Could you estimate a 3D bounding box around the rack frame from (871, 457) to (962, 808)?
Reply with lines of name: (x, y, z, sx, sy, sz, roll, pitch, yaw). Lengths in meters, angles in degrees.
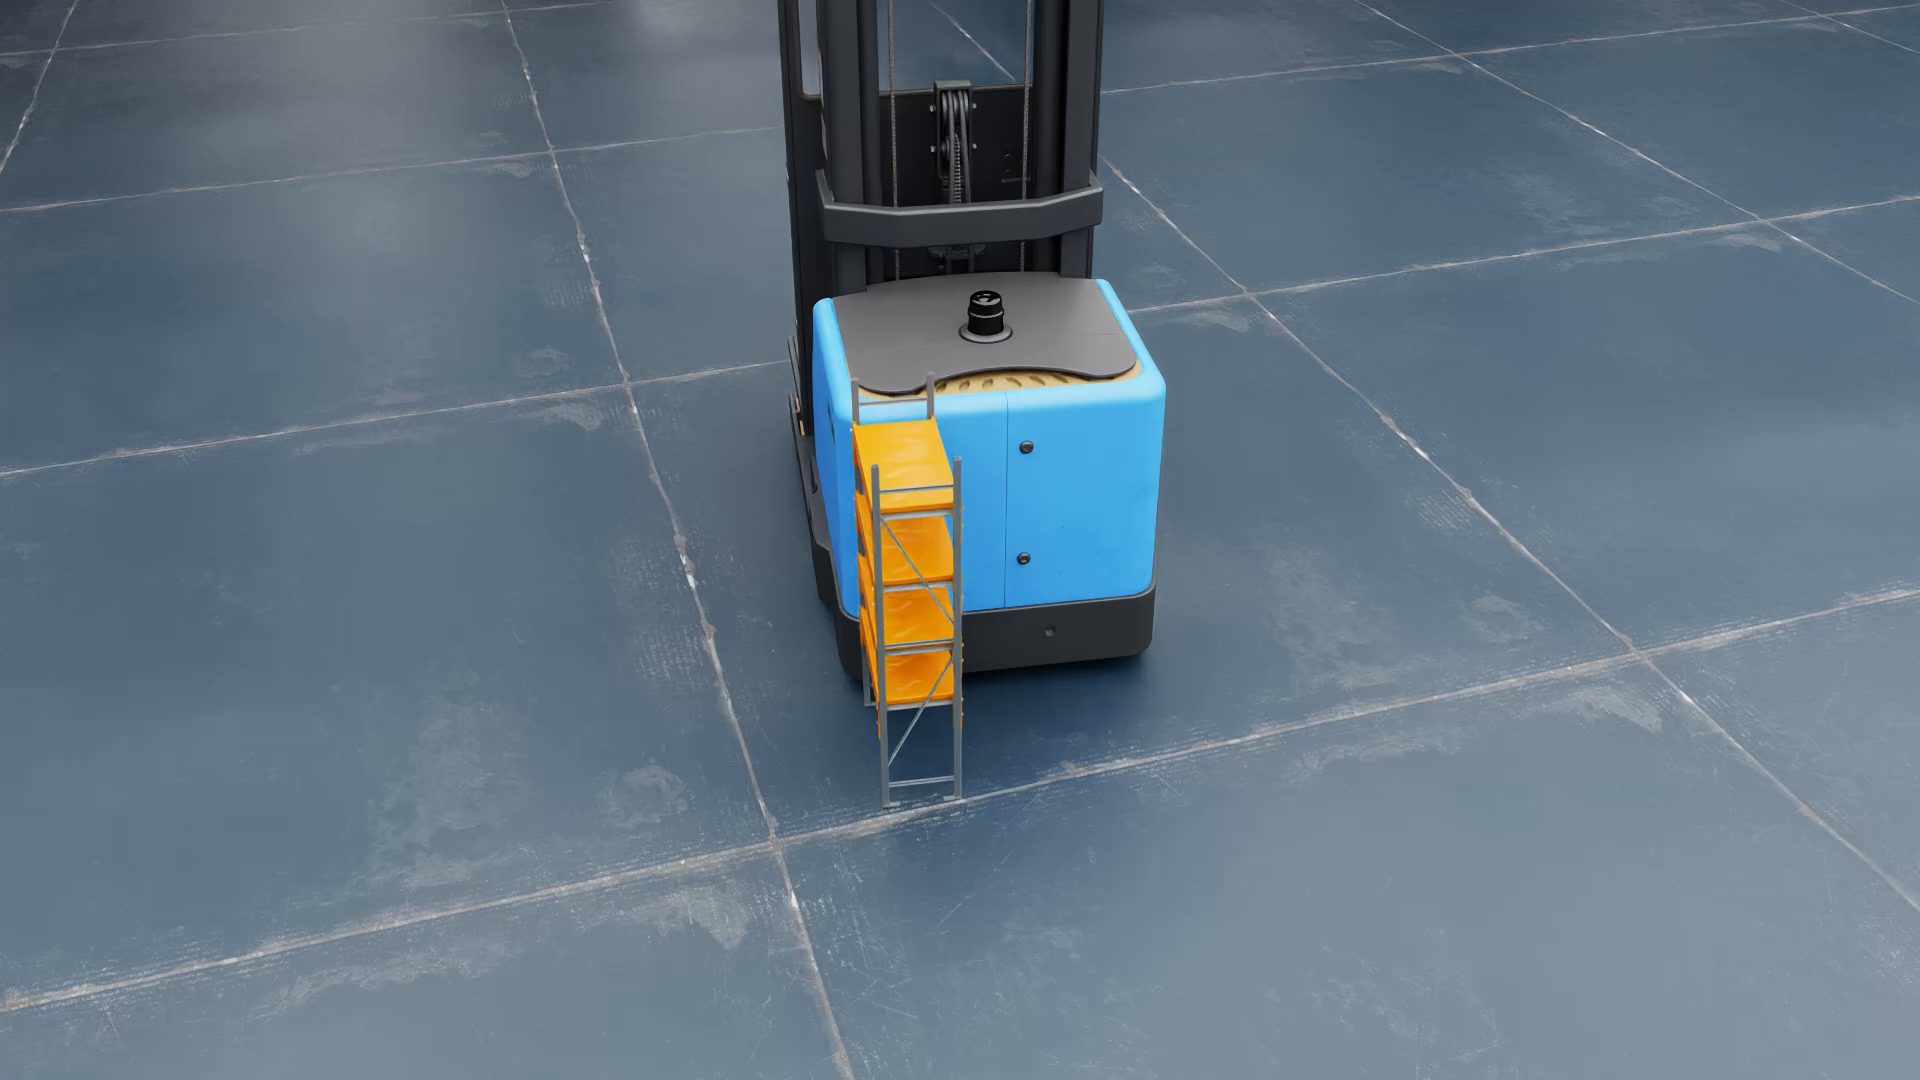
rack frame: (-0.116, 0.295, 4.715, 0.240, 1.200, 0.015, -5, 34, -8)

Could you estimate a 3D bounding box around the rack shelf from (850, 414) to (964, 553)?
rack shelf: (-0.155, -0.166, 4.700, 0.258, 0.148, 0.480, -5, 34, -8)

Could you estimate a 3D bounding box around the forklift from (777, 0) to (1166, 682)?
forklift: (-0.101, -1.562, 5.955, 1.130, 2.935, 3.031, -5, 34, -8)

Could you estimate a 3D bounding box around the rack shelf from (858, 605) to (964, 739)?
rack shelf: (-0.155, 0.384, 5.063, 0.258, 0.148, 0.480, -5, 34, -8)

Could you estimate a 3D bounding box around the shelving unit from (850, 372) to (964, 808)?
shelving unit: (-0.155, 0.162, 4.916, 0.258, 1.200, 0.503, -5, 34, -8)

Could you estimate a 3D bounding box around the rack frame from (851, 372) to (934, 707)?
rack frame: (-0.195, 0.029, 5.117, 0.240, 1.200, 0.015, -5, 34, -8)

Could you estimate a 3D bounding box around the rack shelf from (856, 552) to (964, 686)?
rack shelf: (-0.155, 0.218, 4.953, 0.258, 0.148, 0.480, -5, 34, -8)

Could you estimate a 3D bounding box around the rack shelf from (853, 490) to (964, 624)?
rack shelf: (-0.155, 0.032, 4.830, 0.258, 0.148, 0.480, -5, 34, -8)
